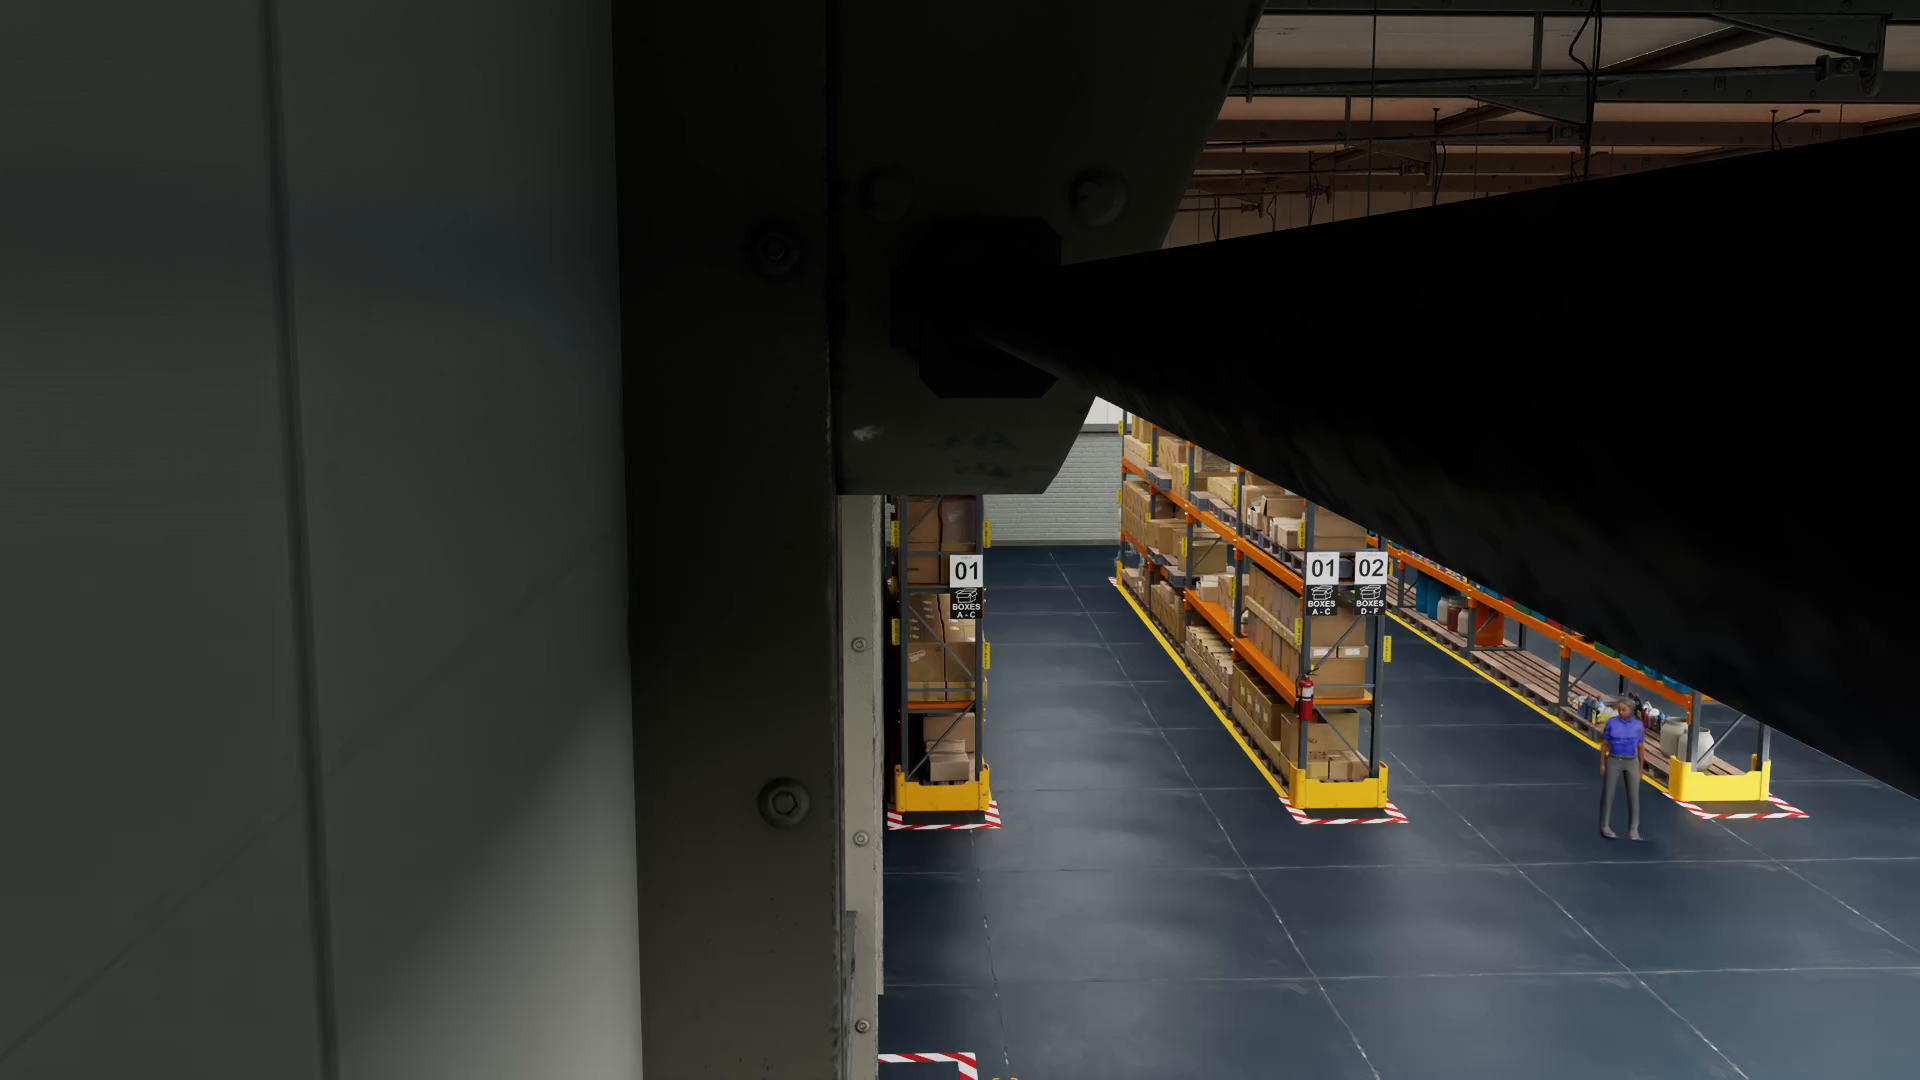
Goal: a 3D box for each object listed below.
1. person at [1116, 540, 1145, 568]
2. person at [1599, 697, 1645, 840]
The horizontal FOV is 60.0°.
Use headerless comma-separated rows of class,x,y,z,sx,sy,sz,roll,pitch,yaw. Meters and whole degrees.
person,4.003,-0.148,38.032,0.789,1.752,0.592,6,11,37
person,7.743,2.659,19.469,0.486,1.652,0.374,3,9,20
